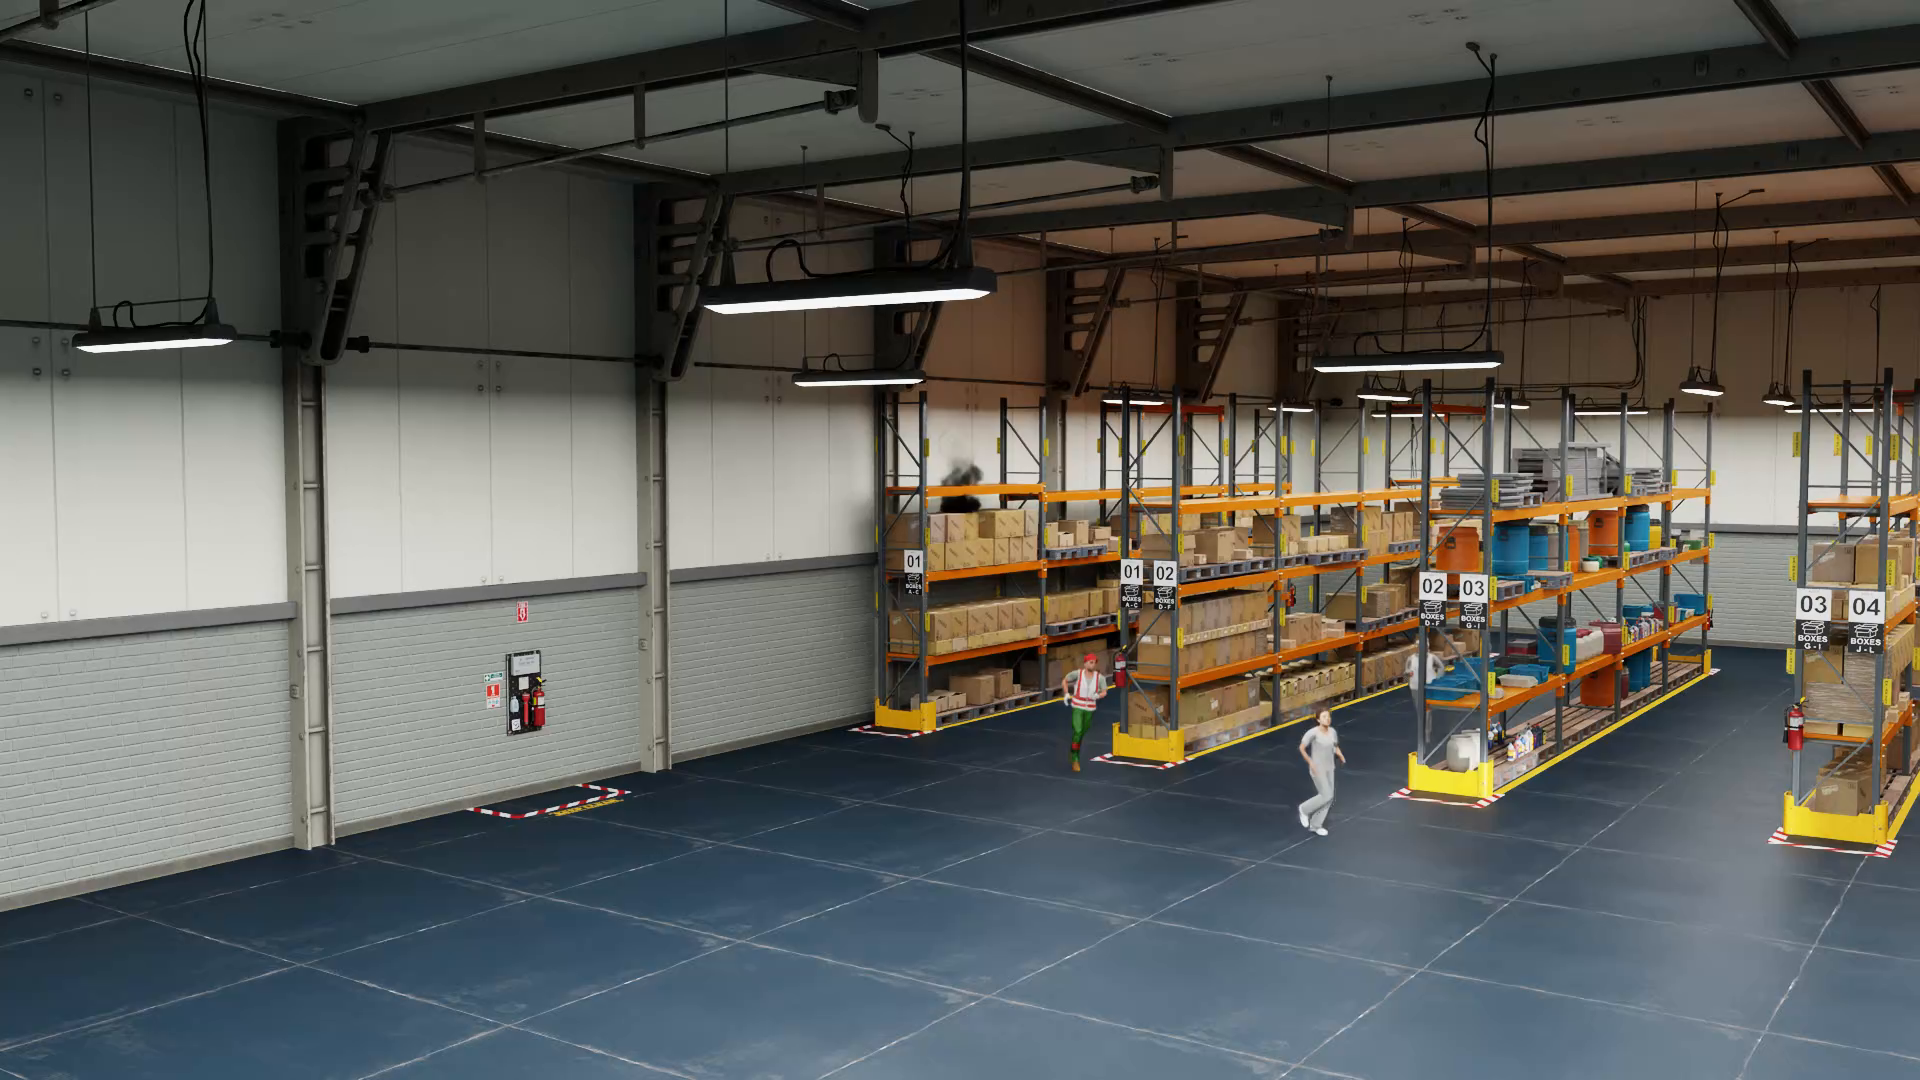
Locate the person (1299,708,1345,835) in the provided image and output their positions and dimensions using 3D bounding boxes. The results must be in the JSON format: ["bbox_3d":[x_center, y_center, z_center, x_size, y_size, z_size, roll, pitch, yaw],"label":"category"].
[{"bbox_3d":[4.712,2.993,21.557,0.555,1.637,0.582,-2,4,-29],"label":"person"}]

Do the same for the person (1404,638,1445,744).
[{"bbox_3d":[7.868,2.558,28.294,0.635,1.822,0.753,2,4,32],"label":"person"}]

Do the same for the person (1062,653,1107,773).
[{"bbox_3d":[1.966,2.668,26.049,0.673,1.798,0.875,-1,3,-13],"label":"person"}]
